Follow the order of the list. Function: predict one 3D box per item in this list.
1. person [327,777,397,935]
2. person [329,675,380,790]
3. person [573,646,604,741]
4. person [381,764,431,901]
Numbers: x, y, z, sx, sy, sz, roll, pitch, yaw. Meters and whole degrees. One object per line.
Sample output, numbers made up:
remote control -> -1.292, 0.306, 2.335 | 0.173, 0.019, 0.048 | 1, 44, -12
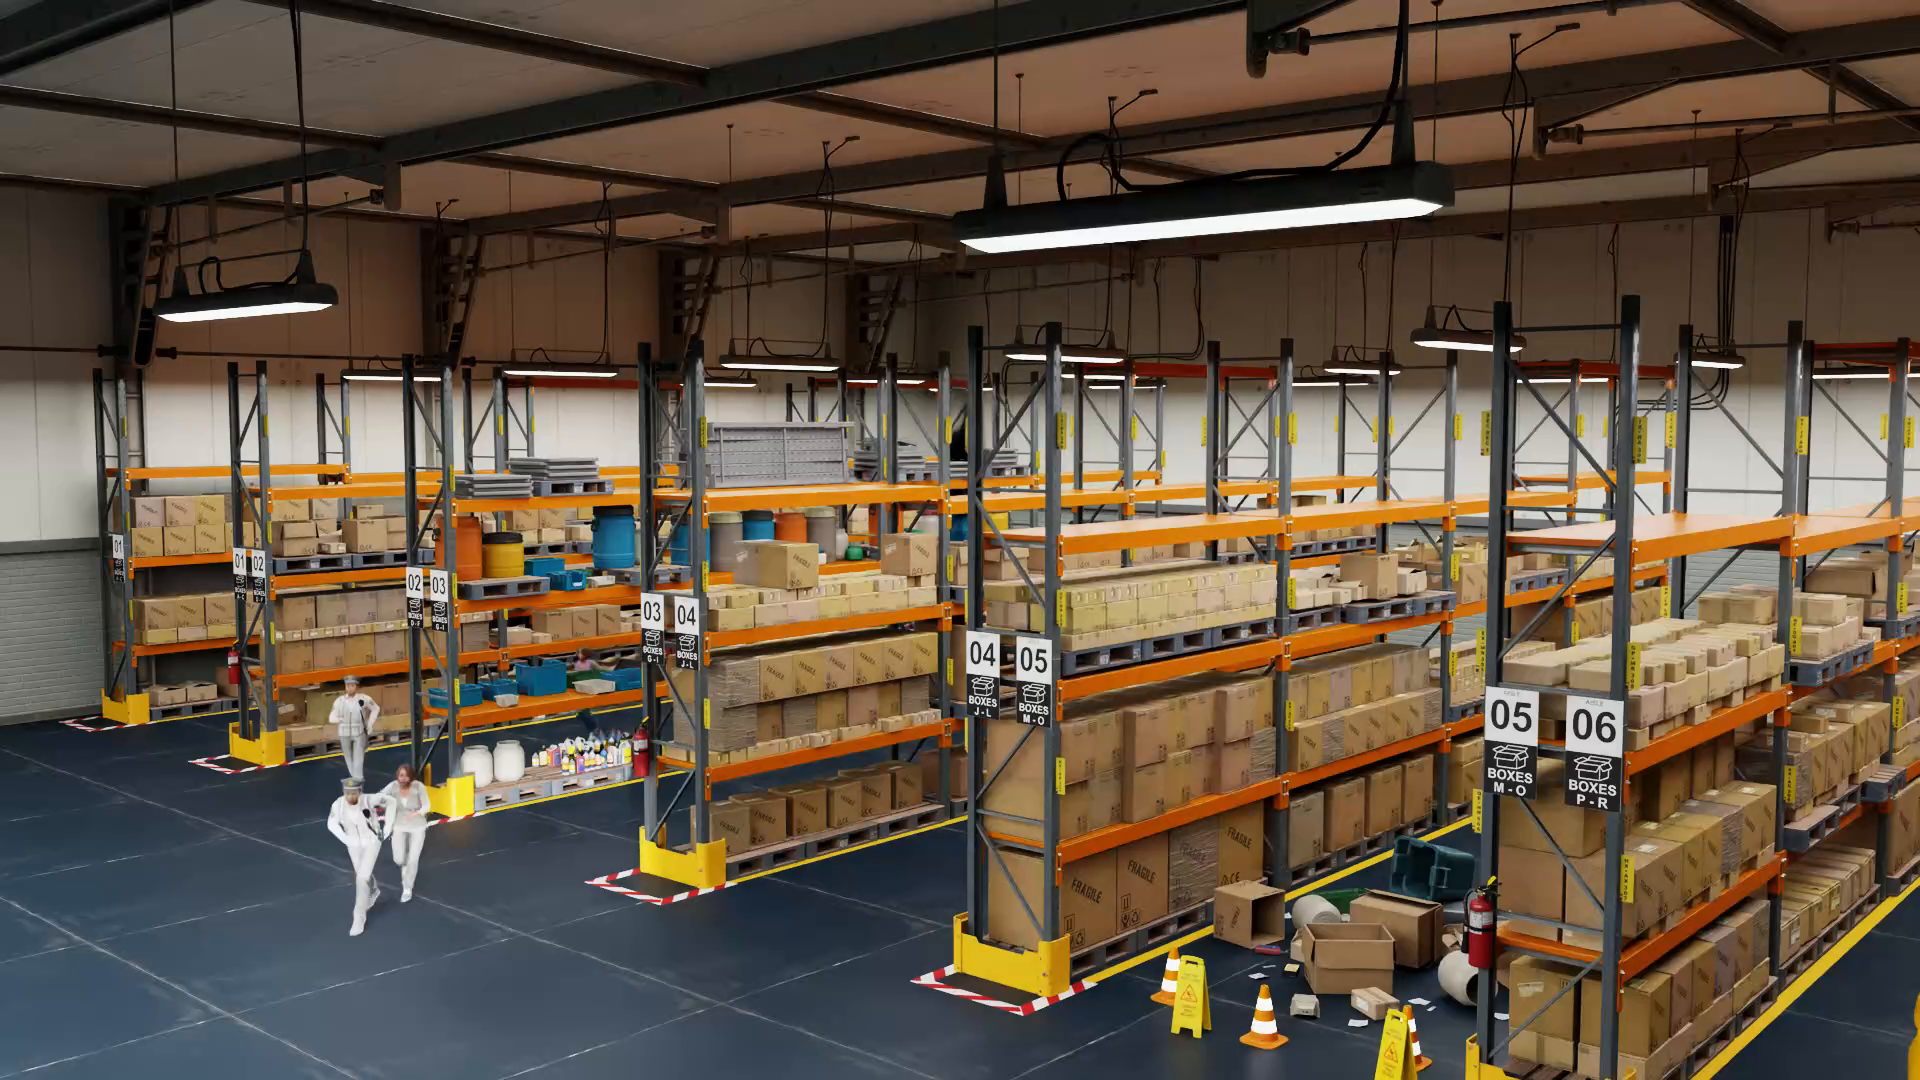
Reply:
person -> -6.075, 3.141, 17.000 | 0.658, 1.600, 0.960 | 0, 4, -6
person -> -8.151, 2.660, 22.348 | 0.604, 1.733, 0.820 | 0, 4, -7
person -> -5.896, 2.441, 26.200 | 0.507, 1.560, 0.701 | 2, 5, 28
person -> -5.899, 3.113, 17.699 | 0.525, 1.527, 0.650 | -1, 4, -14
